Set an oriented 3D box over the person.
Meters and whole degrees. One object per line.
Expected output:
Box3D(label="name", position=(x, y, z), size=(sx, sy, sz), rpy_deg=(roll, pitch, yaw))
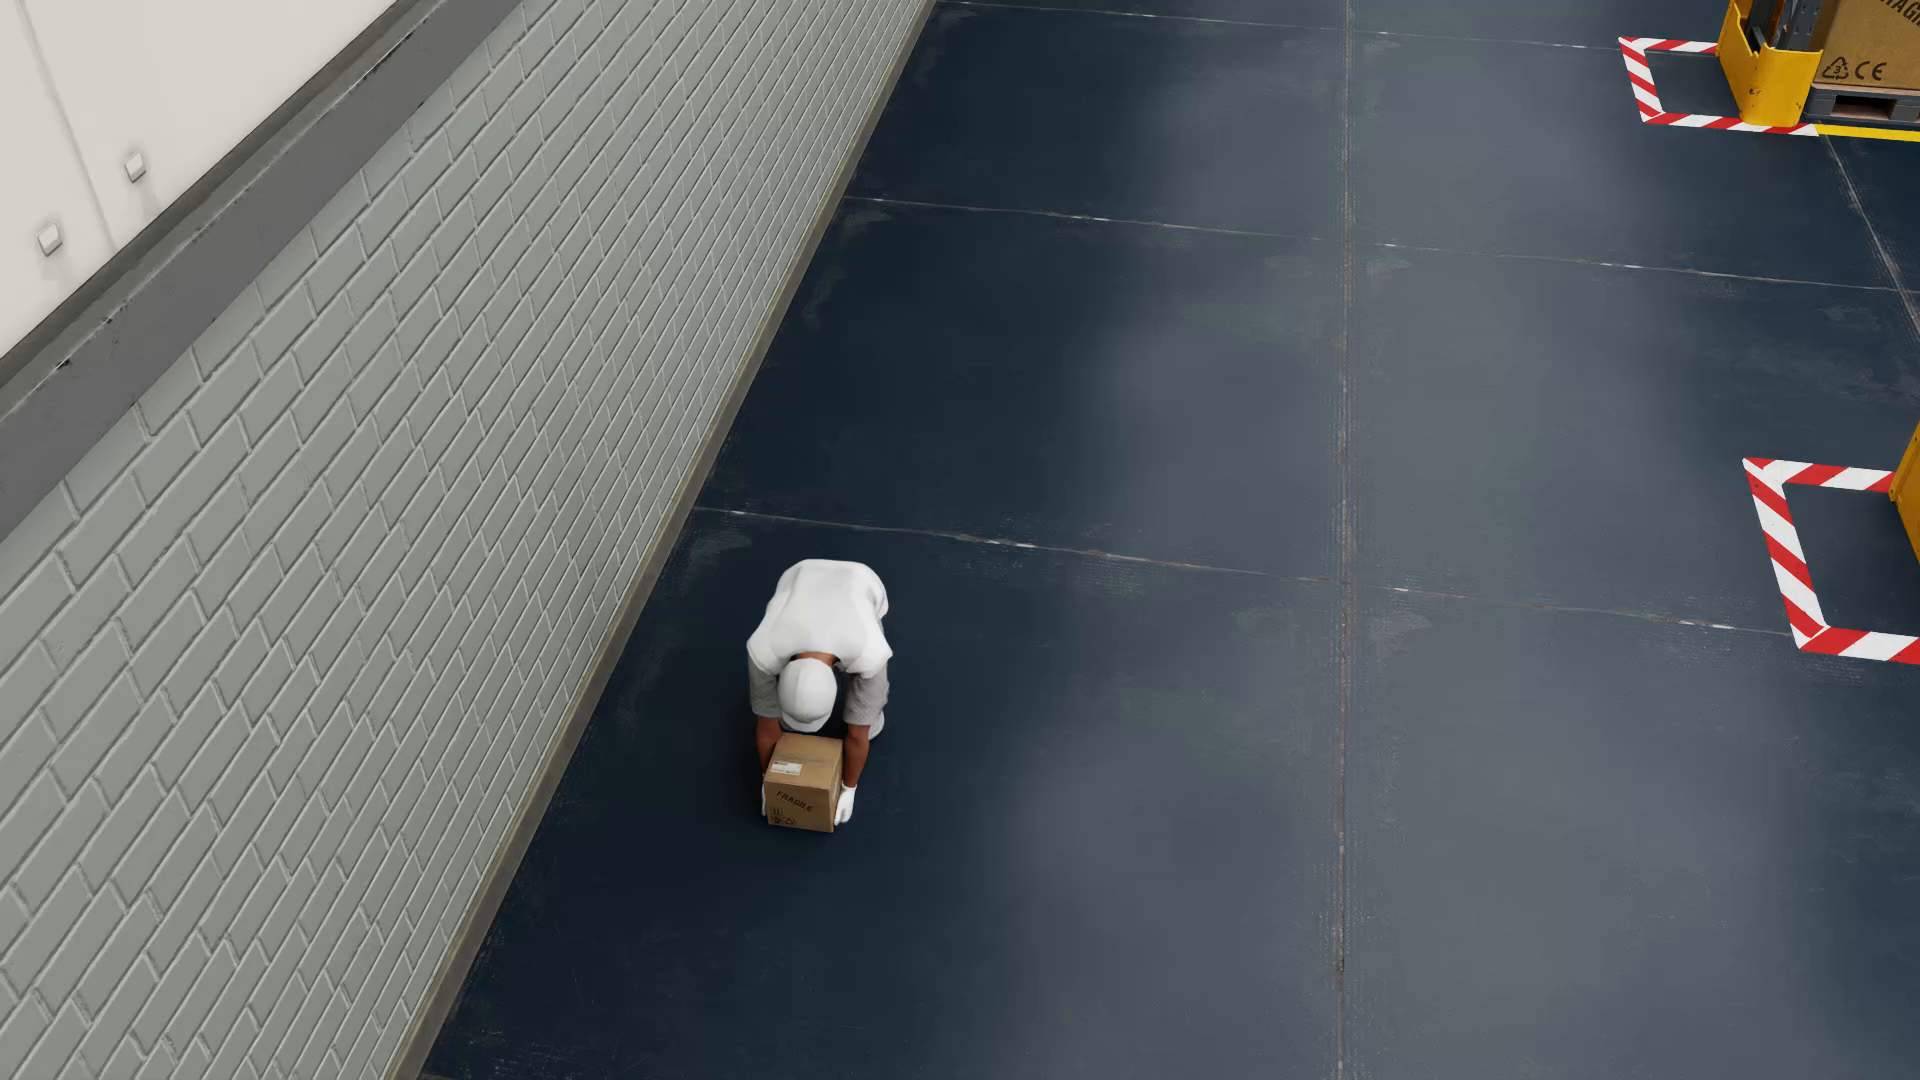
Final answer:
Box3D(label="person", position=(-0.511, 0.527, 6.339), size=(0.564, 0.833, 0.962), rpy_deg=(6, 41, 7))
